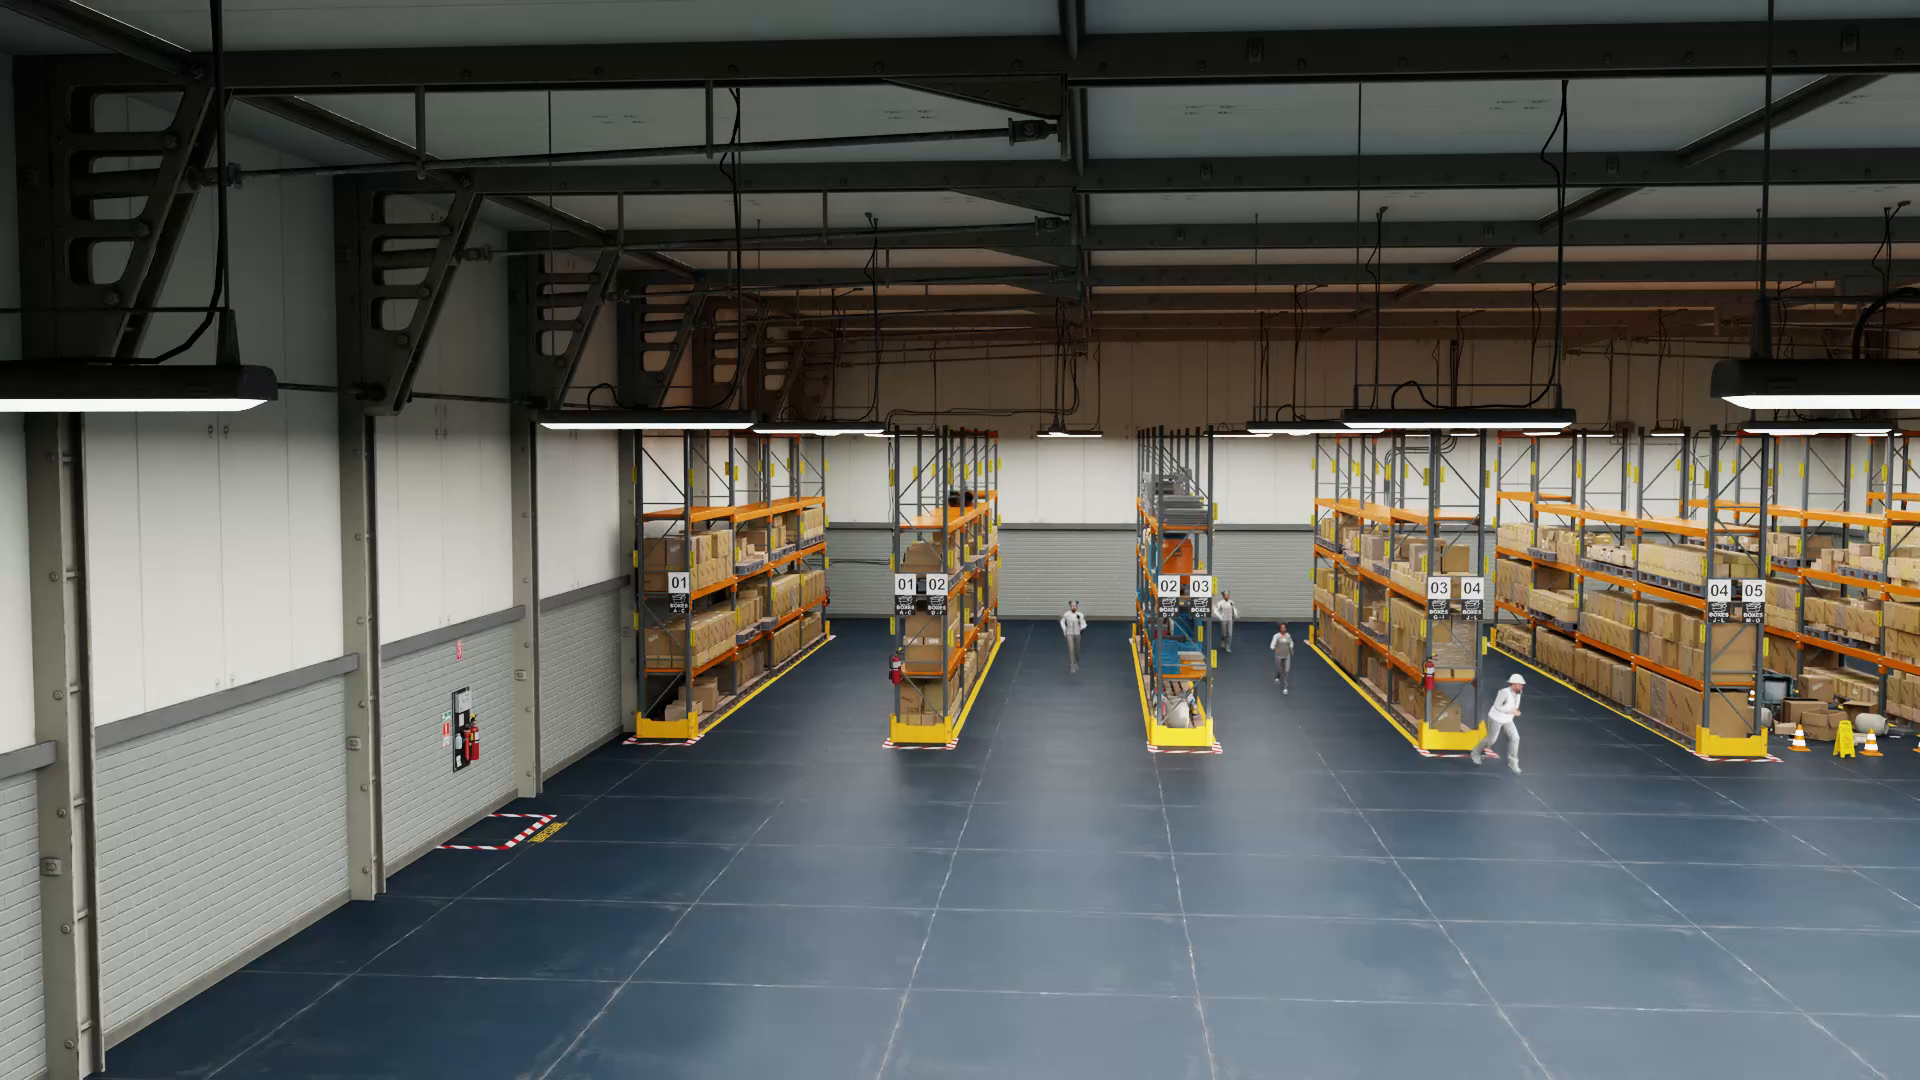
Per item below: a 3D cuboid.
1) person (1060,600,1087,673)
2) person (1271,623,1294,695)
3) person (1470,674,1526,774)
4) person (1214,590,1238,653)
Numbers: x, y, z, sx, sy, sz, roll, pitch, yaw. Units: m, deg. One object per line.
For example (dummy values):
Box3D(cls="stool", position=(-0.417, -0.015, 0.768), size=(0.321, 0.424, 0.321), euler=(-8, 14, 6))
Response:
Box3D(cls="person", position=(2.673, 2.261, 39.213), size=(0.620, 1.709, 0.736), euler=(0, 3, 4))
Box3D(cls="person", position=(7.312, 2.669, 37.697), size=(0.545, 1.587, 0.813), euler=(0, 3, -3))
Box3D(cls="person", position=(9.364, 3.150, 28.905), size=(0.703, 1.724, 1.030), euler=(-3, 4, -40))
Box3D(cls="person", position=(7.221, 2.194, 45.151), size=(0.677, 1.697, 0.667), euler=(-1, 4, -12))
